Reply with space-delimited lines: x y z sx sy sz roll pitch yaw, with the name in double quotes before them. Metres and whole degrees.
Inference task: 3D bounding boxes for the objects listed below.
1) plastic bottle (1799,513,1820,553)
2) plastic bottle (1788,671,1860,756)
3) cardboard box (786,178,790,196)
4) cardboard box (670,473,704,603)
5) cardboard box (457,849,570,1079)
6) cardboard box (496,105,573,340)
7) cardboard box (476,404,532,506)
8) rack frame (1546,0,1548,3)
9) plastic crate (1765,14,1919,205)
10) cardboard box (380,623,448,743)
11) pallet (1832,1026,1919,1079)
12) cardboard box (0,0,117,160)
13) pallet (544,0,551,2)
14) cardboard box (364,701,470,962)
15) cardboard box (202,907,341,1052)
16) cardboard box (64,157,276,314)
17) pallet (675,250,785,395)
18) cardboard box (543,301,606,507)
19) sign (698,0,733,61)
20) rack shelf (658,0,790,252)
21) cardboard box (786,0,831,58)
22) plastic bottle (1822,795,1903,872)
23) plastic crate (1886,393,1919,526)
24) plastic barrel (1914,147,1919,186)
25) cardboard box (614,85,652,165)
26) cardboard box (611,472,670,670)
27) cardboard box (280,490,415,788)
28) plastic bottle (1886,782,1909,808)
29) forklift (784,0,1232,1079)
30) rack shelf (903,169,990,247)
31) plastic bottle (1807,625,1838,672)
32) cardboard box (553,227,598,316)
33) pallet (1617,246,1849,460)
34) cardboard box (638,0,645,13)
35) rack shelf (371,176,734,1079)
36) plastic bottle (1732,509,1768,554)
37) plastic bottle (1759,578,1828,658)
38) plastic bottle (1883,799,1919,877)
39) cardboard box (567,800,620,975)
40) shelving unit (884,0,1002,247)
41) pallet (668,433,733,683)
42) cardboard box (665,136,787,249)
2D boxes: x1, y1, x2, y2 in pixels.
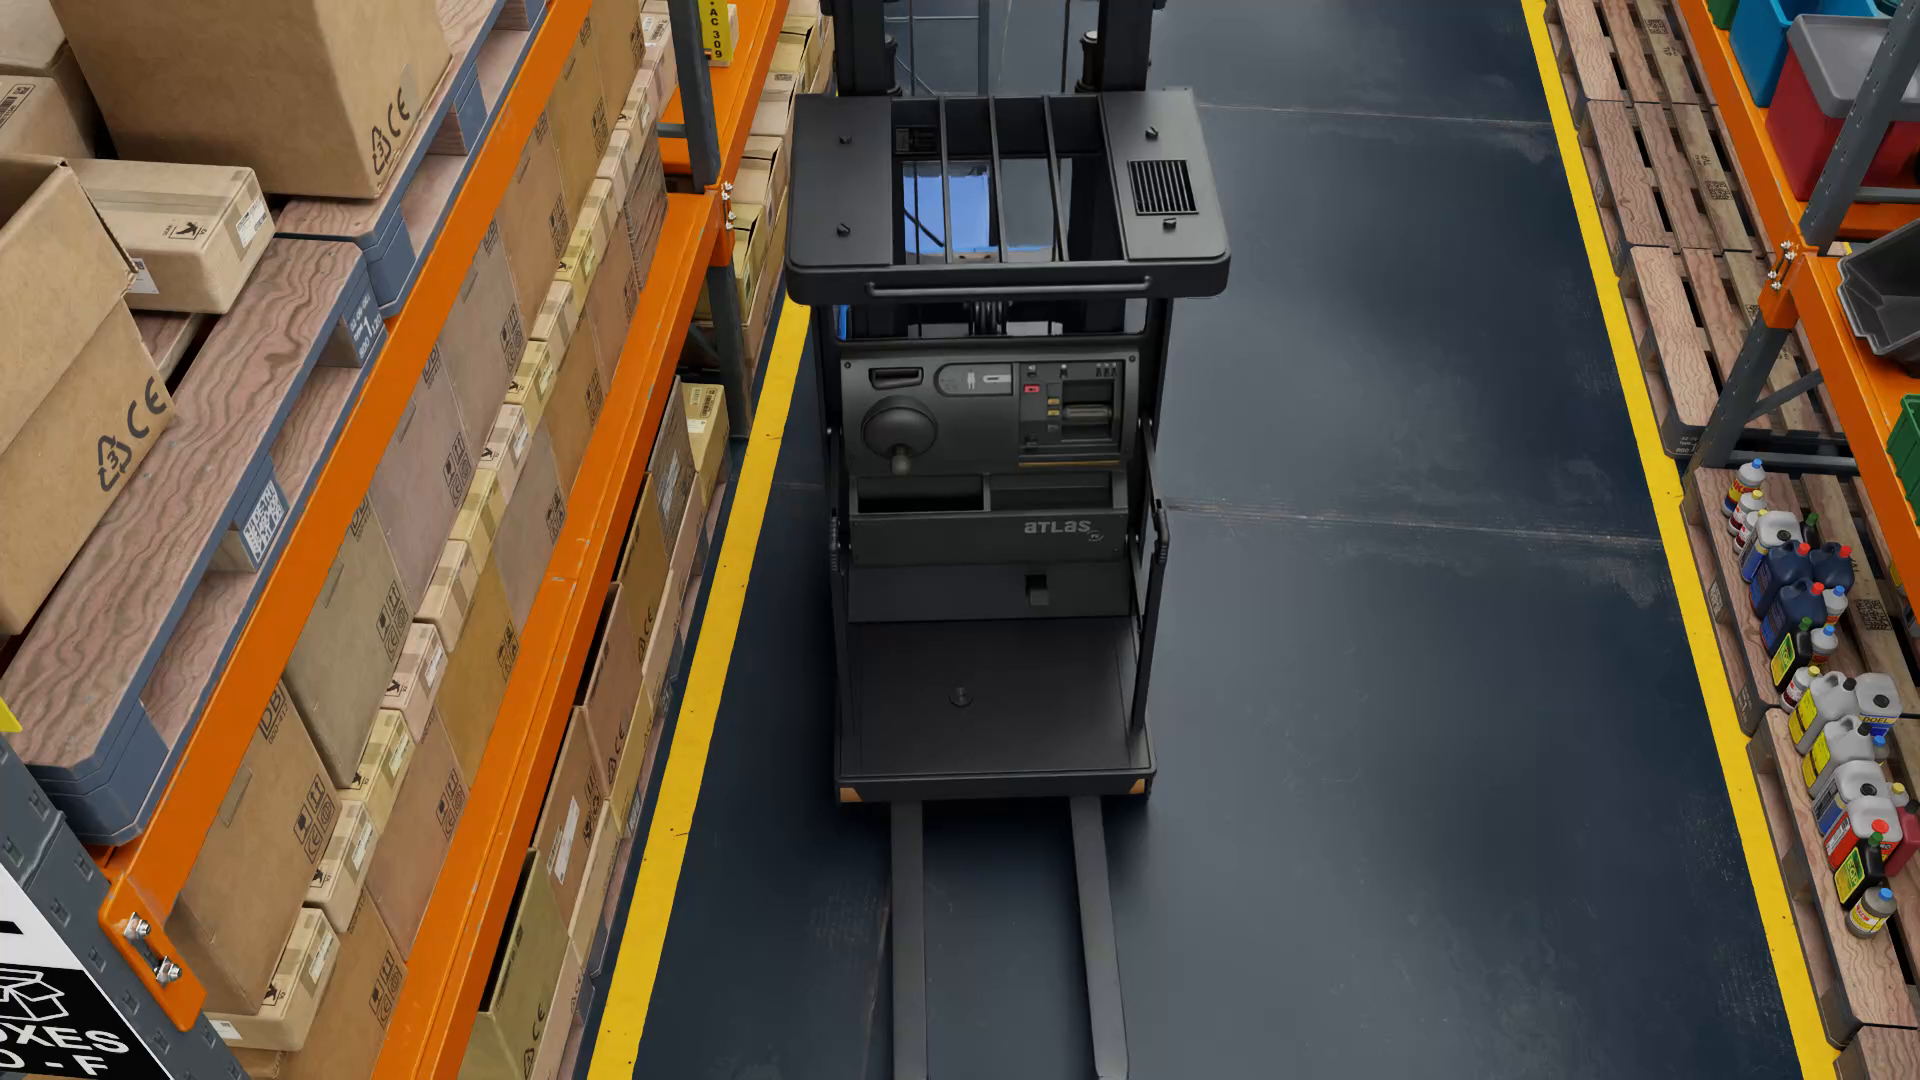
"plastic bottle" 3.168 0.033 6.256 0.061 0.283 0.133 4 48 4
"plastic bottle" 2.987 0.575 5.714 0.144 0.351 0.185 4 48 3
"cardboard box" -1.027 -1.772 7.943 0.500 0.250 0.500 3 48 2
"cardboard box" -1.282 -0.014 6.335 0.500 0.250 0.500 4 48 4
"cardboard box" -1.453 1.204 4.713 0.500 0.500 0.500 4 48 4
"cardboard box" -1.528 -0.928 4.645 0.700 0.500 0.500 4 48 4
"cardboard box" -1.376 -0.239 4.454 0.380 0.149 0.250 4 48 4
"rack frame" 3.895 -4.126 8.517 1.000 3.000 0.127 4 48 4
"plastic crate" 3.269 -1.584 6.149 0.402 0.464 0.583 4 48 4
"cardboard box" -1.446 0.328 3.936 0.380 0.149 0.250 3 48 3
"pallet" 3.205 2.038 4.768 1.003 0.211 1.213 4 48 4
"cardboard box" -1.874 -1.027 3.330 0.500 0.311 0.500 9 48 8
"pallet" -1.454 -1.876 4.486 1.003 0.211 1.213 4 48 4
"cardboard box" -1.669 0.655 4.076 0.700 0.500 0.500 5 48 5
"cardboard box" -1.517 0.891 3.421 0.380 0.149 0.250 4 48 3
"cardboard box" -1.484 -0.552 3.006 0.380 0.149 0.250 4 48 4
"pallet" -1.374 -1.125 7.662 1.003 0.211 1.213 4 48 4
"cardboard box" -1.528 -0.473 5.108 0.700 0.500 0.500 5 48 4
"sign" -0.850 -1.805 5.754 0.100 0.325 0.005 4 48 4
"rack shelf" -1.220 -2.749 7.745 1.077 0.370 4.000 4 48 4
"cardboard box" -0.930 -2.710 8.421 0.500 0.311 0.500 4 48 3
"plastic bottle" 2.947 0.961 5.412 0.152 0.276 0.135 4 48 4
"plastic crate" 3.125 -0.136 5.011 0.450 0.188 0.662 4 48 4
"plastic barrel" 3.867 -1.619 5.884 0.600 0.901 0.708 4 48 4
"cardboard box" -1.238 -1.379 5.497 0.380 0.149 0.250 3 48 3
"cardboard box" -1.326 0.101 5.722 0.500 0.500 0.500 4 48 4
"cardboard box" -1.664 0.178 3.634 0.700 0.500 0.500 3 48 3
"plastic bottle" 3.085 0.879 5.537 0.097 0.201 0.097 0 48 0
"forklift" 0.104 -0.305 5.069 1.130 2.935 3.031 -1 48 -1
"rack shelf" -0.114 -1.212 7.111 0.538 0.185 1.000 -1 48 -1
"plastic bottle" 3.050 0.400 5.928 0.097 0.271 0.097 0 48 0
"cardboard box" -1.308 -0.813 4.979 0.380 0.149 0.250 4 48 3
"pallet" 3.563 -0.825 7.387 1.003 0.211 1.213 4 48 4
"cardboard box" -1.505 -2.135 6.787 0.396 0.266 0.258 3 48 3
"rack shelf" -1.585 0.190 5.057 1.077 0.370 4.000 4 48 4
"plastic bottle" 3.046 -0.036 6.375 0.097 0.201 0.097 0 48 0
"plastic bottle" 3.026 0.263 6.000 0.144 0.351 0.185 2 48 2
"plastic bottle" 3.053 0.966 5.403 0.061 0.283 0.133 4 48 4
"cardboard box" -1.409 1.089 5.326 0.500 0.250 0.500 4 48 4
"shelving unit" -0.114 -1.333 6.979 0.538 1.500 1.048 -1 48 -1
"pallet" -1.517 0.000 6.632 1.003 0.211 1.213 4 48 4
"cardboard box" -1.066 -1.580 7.387 0.500 0.311 0.500 3 48 3
